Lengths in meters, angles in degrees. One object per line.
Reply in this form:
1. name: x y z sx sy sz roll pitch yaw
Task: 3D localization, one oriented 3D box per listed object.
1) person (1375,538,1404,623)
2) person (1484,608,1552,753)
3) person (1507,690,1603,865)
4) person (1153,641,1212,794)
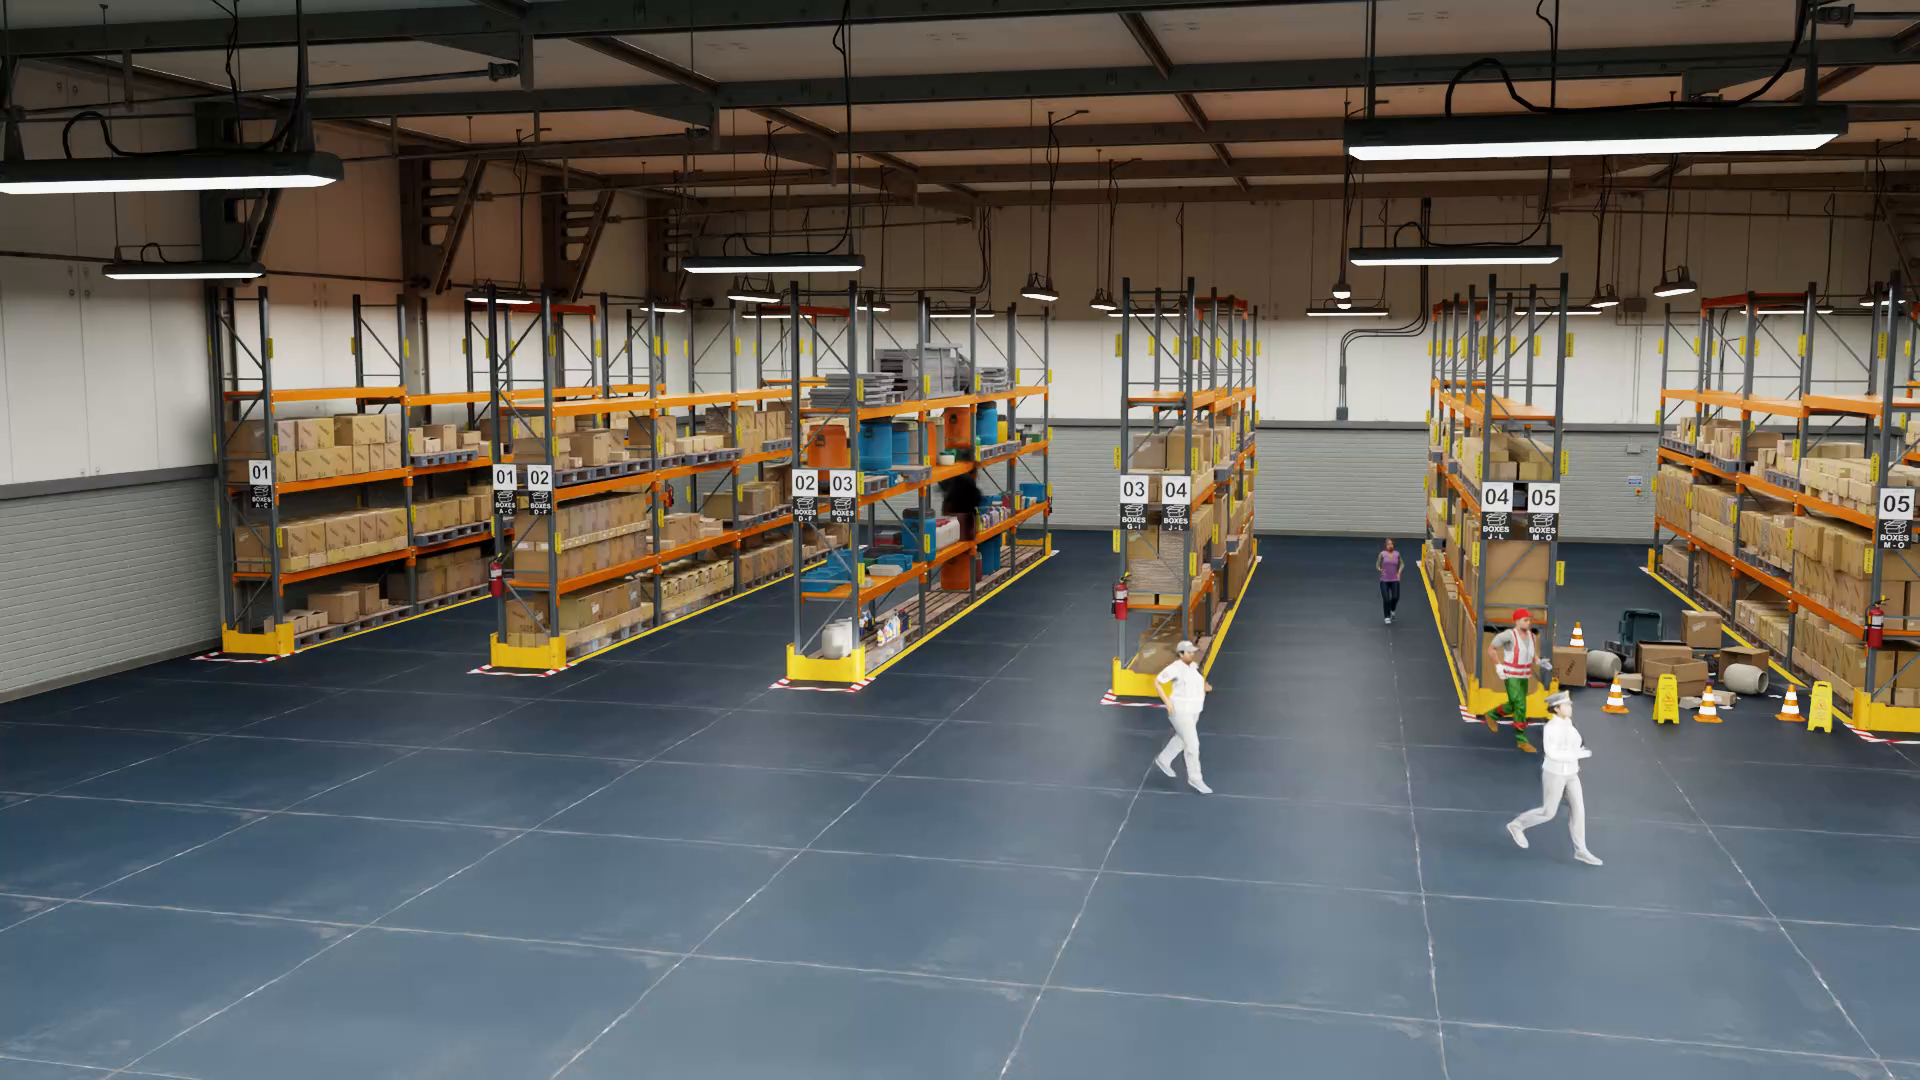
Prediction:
1. person: 7.820 0.754 30.237 0.526 1.556 0.536 1 7 9
2. person: 6.960 1.721 20.978 0.630 1.770 0.951 -3 7 -27
3. person: 5.855 2.286 16.267 0.928 1.674 0.615 7 9 45
4. person: 2.564 1.986 19.022 0.878 1.695 0.591 6 9 41
